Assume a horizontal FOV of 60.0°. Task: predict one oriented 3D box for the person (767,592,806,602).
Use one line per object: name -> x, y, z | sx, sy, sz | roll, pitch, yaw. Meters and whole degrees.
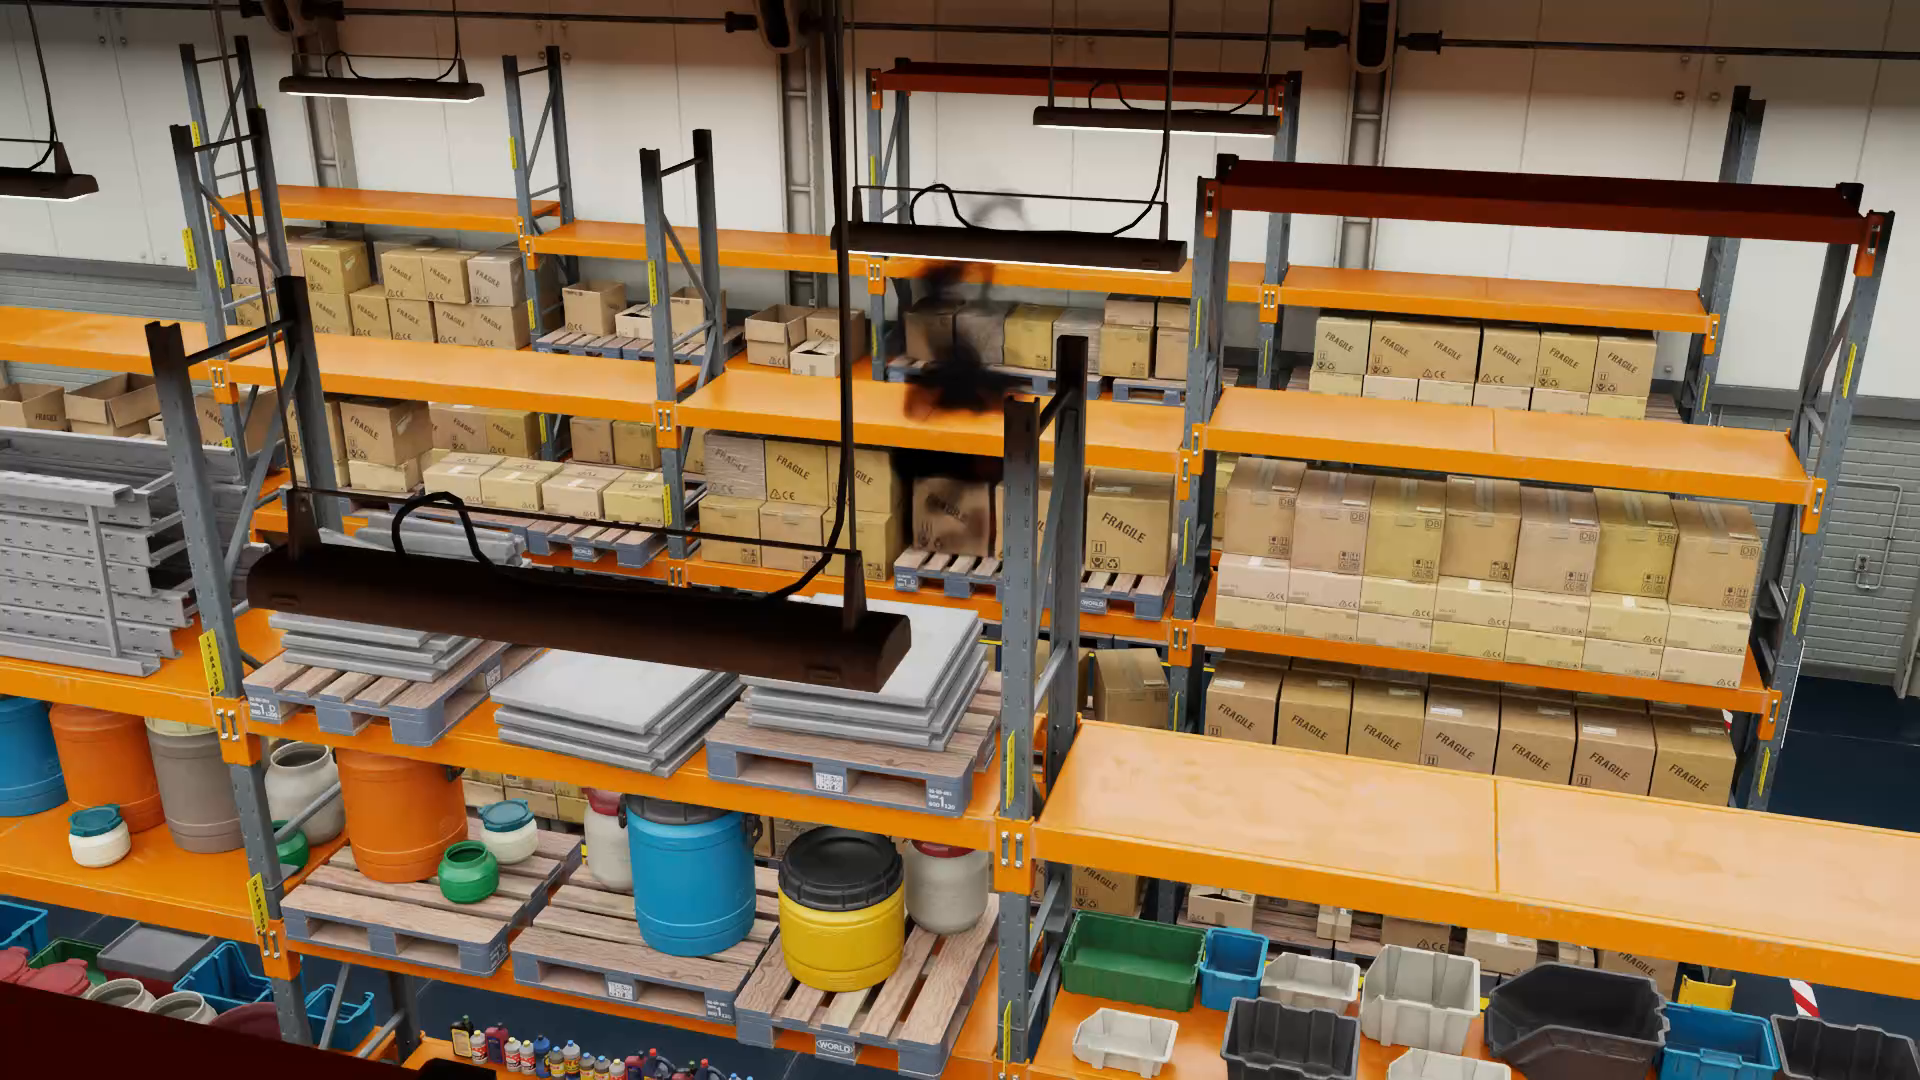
person -> -1.693, 1.110, 15.783 | 0.968, 1.747, 0.710 | 6, 23, 14
